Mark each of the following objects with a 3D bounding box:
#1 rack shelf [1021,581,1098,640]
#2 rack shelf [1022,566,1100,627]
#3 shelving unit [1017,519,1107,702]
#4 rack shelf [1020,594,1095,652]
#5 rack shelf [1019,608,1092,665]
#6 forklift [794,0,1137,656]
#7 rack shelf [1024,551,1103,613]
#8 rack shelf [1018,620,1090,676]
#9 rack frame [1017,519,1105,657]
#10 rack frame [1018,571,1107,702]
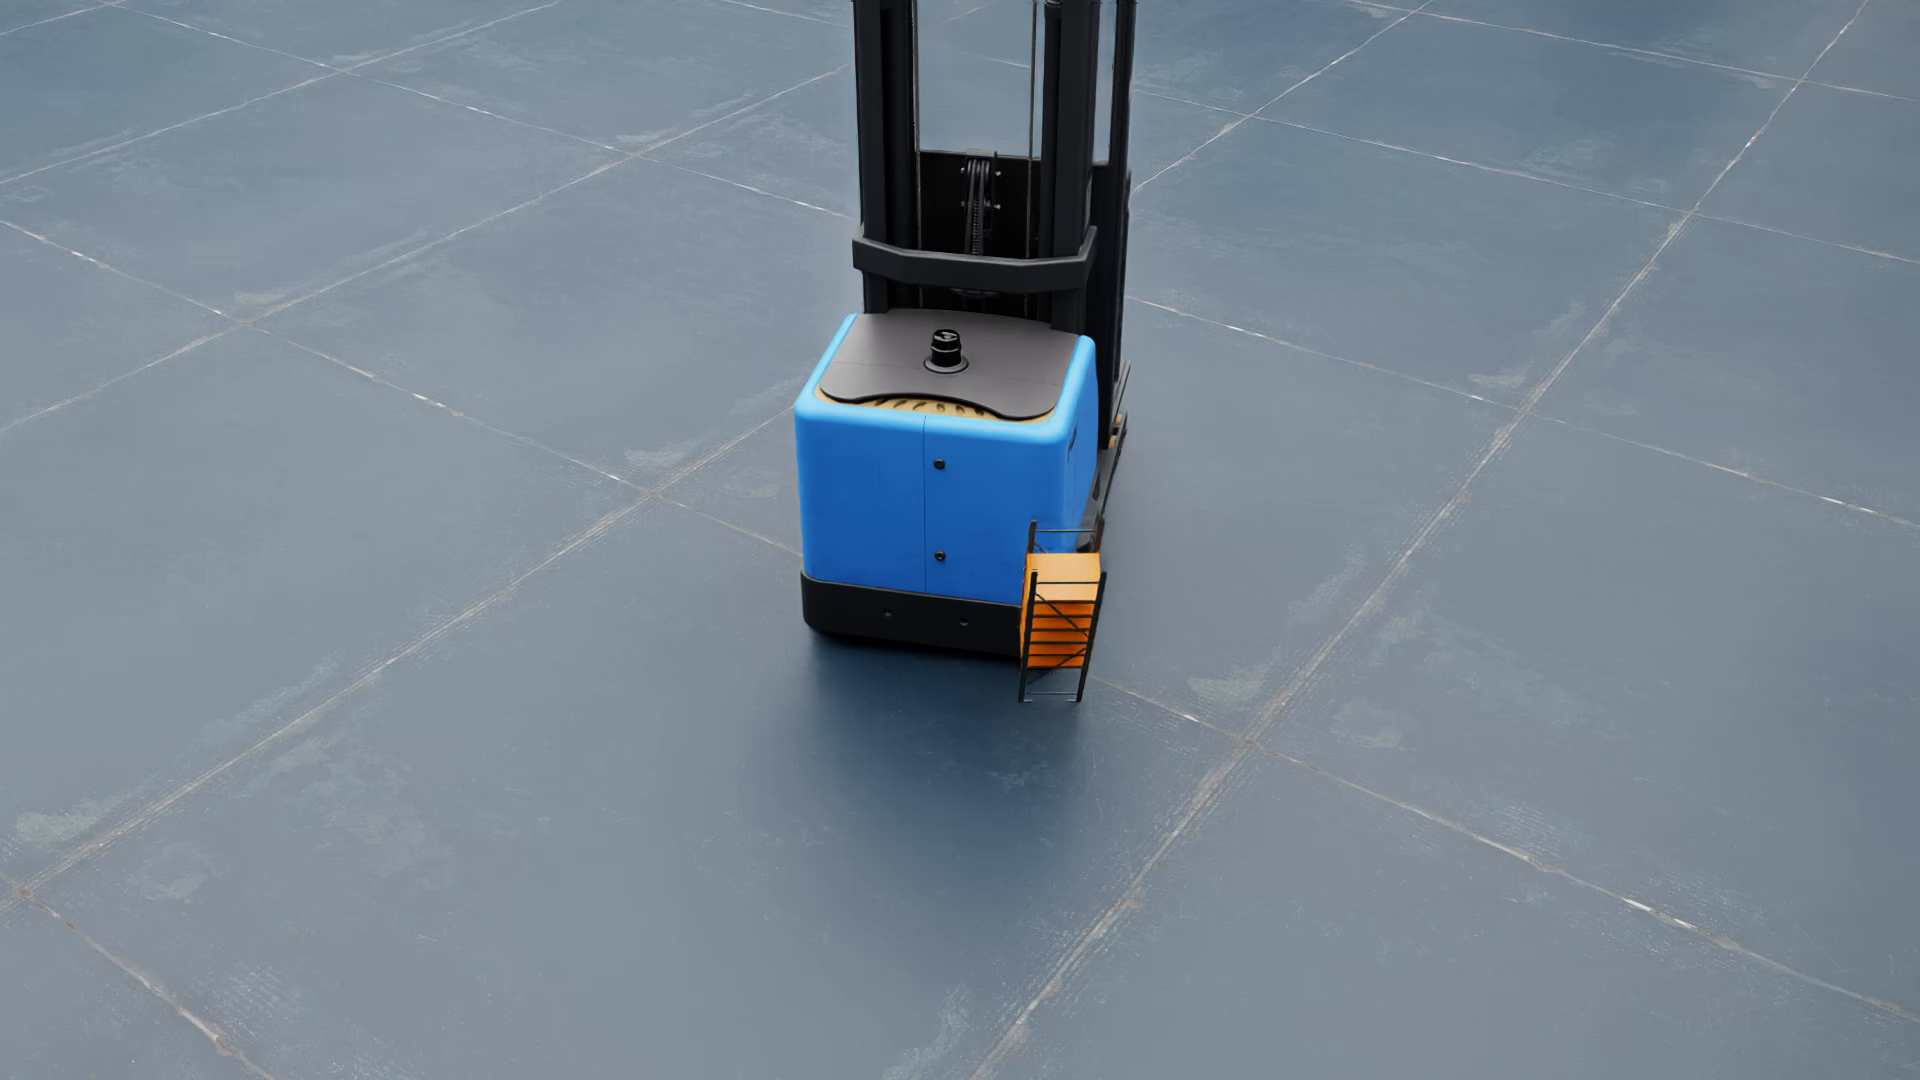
[{"bbox_3d":[0.343,0.243,5.765,0.258,0.103,0.180,0,65,0],"label":"rack shelf"},{"bbox_3d":[0.344,0.191,5.657,0.258,0.103,0.180,0,65,0],"label":"rack shelf"},{"bbox_3d":[0.343,0.275,5.834,0.258,1.200,0.189,0,65,0],"label":"shelving unit"},{"bbox_3d":[0.343,0.294,5.874,0.258,0.103,0.180,0,65,0],"label":"rack shelf"},{"bbox_3d":[0.342,0.345,5.982,0.258,0.103,0.180,0,65,0],"label":"rack shelf"},{"bbox_3d":[0.180,-1.574,6.961,1.130,2.935,3.031,7,35,10],"label":"forklift"},{"bbox_3d":[0.344,0.140,5.548,0.258,0.103,0.180,0,65,0],"label":"rack shelf"},{"bbox_3d":[0.342,0.396,6.091,0.258,0.103,0.180,0,65,0],"label":"rack shelf"},{"bbox_3d":[0.342,0.192,5.873,0.240,1.200,0.006,0,65,0],"label":"rack frame"},{"bbox_3d":[0.344,0.358,5.794,0.240,1.200,0.006,0,65,0],"label":"rack frame"}]
